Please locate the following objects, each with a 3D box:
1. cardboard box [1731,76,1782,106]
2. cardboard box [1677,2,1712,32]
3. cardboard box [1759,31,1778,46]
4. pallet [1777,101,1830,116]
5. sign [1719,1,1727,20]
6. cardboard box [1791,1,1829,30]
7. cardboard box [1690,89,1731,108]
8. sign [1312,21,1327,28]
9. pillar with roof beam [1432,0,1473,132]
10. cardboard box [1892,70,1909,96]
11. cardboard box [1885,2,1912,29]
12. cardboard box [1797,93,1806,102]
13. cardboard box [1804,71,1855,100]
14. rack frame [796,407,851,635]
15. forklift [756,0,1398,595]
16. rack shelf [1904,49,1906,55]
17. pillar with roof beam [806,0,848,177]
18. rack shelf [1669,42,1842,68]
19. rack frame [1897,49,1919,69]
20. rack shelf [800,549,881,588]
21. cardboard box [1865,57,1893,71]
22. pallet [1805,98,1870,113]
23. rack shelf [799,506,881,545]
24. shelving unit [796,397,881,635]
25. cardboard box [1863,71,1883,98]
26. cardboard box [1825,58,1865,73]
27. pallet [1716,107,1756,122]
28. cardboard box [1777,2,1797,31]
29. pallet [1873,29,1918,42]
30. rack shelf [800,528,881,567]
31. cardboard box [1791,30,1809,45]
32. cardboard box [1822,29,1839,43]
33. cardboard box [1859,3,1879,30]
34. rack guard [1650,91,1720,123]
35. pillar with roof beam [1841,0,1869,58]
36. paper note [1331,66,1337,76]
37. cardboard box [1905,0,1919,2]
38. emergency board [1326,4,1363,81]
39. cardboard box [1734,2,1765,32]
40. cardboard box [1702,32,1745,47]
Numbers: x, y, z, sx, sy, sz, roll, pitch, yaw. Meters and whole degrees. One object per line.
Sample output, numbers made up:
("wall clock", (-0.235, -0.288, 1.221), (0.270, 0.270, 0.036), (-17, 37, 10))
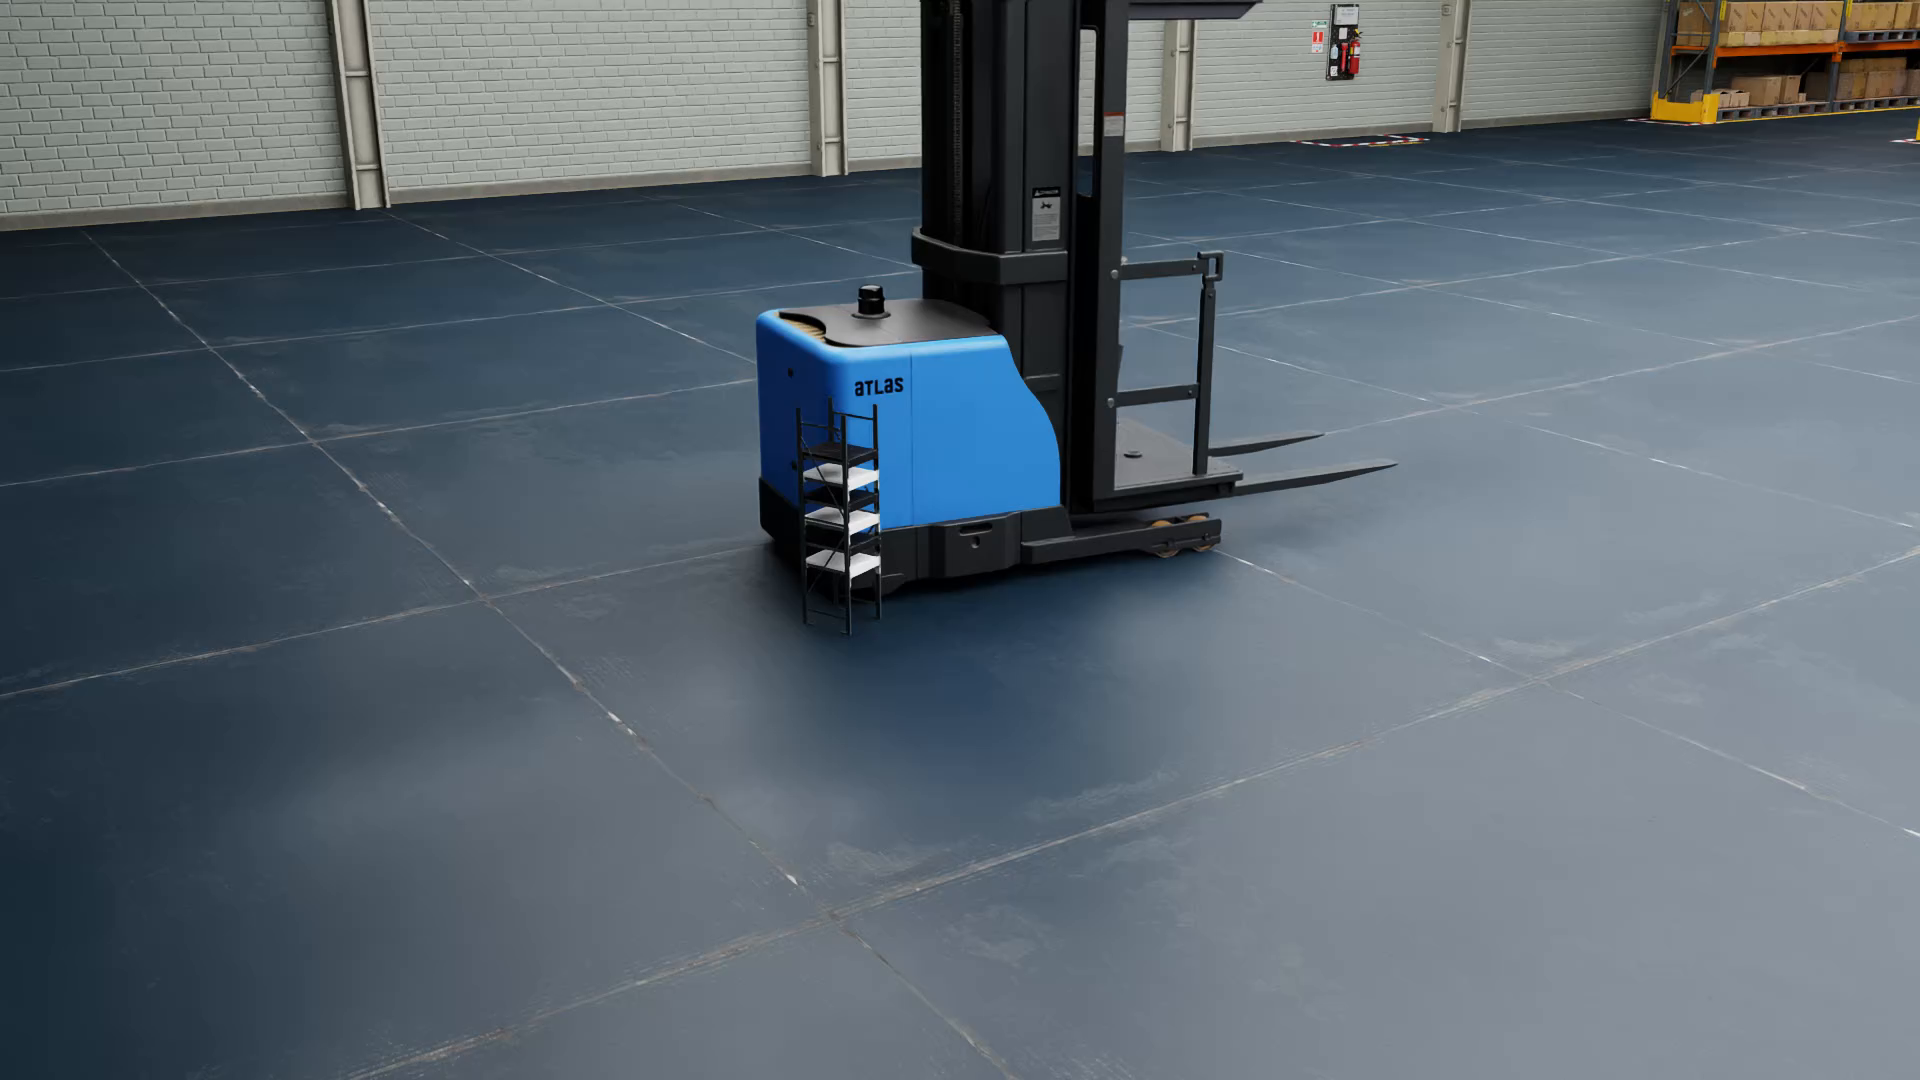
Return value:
("cardboard box", (14.934, -8.437, 31.235), (0.500, 0.500, 0.700), (-14, 23, -35))
("cardboard box", (13.468, -9.533, 30.290), (0.500, 0.500, 0.500), (-12, 22, -32))
("cardboard box", (14.628, -9.222, 30.542), (0.500, 0.250, 0.500), (-12, 22, -32))
("pallet", (15.990, -8.355, 32.129), (1.213, 0.211, 1.003), (-12, 22, -31))
("sign", (13.489, -9.364, 29.408), (0.005, 0.325, 0.100), (-12, 22, -31))
("cardboard box", (15.893, -9.842, 31.205), (0.500, 0.500, 0.500), (-12, 22, -32))
("cardboard box", (13.818, -8.132, 30.625), (0.500, 0.311, 0.500), (-15, 24, -37))
("sign", (5.694, -8.168, 26.340), (0.331, 0.109, 0.001), (-12, 22, -31))
("pillar with roof beam", (10.656, -10.087, 23.532), (0.400, 9.000, 9.100), (-12, 22, -31))
("cardboard box", (18.805, -9.332, 33.881), (0.500, 0.500, 0.700), (-12, 22, -31))
("cardboard box", (18.457, -10.453, 33.138), (0.500, 0.500, 0.700), (-12, 22, -31))
("cardboard box", (16.101, -8.568, 32.141), (0.250, 0.166, 0.380), (-16, 24, -38))
("cardboard box", (17.137, -8.962, 32.786), (0.500, 0.500, 0.700), (-11, 22, -30))
("rack frame", (-0.535, -0.069, 6.545), (0.240, 0.900, 0.006), (12, 22, 32))
("forklift", (0.637, -1.453, 7.466), (3.031, 2.935, 1.130), (-8, 20, -23))
("rack shelf", (21.543, -10.520, 35.301), (4.000, 0.370, 1.077), (-12, 22, -31))
("pillar with roof beam", (0.634, -7.974, 17.280), (0.400, 9.000, 9.100), (-12, 22, -31))
("rack shelf", (14.861, -9.111, 31.133), (4.000, 0.370, 1.077), (-12, 22, -31))
("rack frame", (19.872, -10.508, 34.144), (0.127, 3.000, 1.000), (-12, 22, -31))
("rack shelf", (-0.479, 0.106, 6.693), (0.258, 0.077, 0.200), (12, 22, 32))
("cardboard box", (18.362, -9.571, 33.418), (0.500, 0.250, 0.500), (-12, 22, -32))
("pallet", (17.181, -8.620, 32.913), (1.213, 0.211, 1.003), (-12, 22, -31))
("rack shelf", (-0.479, -0.065, 6.636), (0.258, 0.077, 0.200), (12, 22, 32))
("shelving unit", (-0.479, -0.096, 6.625), (0.258, 0.900, 0.210), (12, 22, 32))
("cardboard box", (17.989, -9.146, 33.329), (0.500, 0.500, 0.700), (-12, 22, -31))
("cardboard box", (17.503, -9.396, 32.899), (0.500, 0.250, 0.500), (-12, 22, -33))
("pallet", (13.952, -7.925, 30.857), (1.213, 0.211, 1.003), (-12, 22, -31))
("cardboard box", (15.033, -9.664, 30.680), (0.500, 0.500, 0.500), (-11, 22, -30))
("pallet", (18.241, -10.058, 33.111), (1.213, 0.211, 1.003), (-12, 22, -31))
("rack shelf", (-0.479, 0.020, 6.665), (0.258, 0.077, 0.200), (12, 22, 32))
("cardboard box", (15.470, -9.399, 31.067), (0.500, 0.250, 0.500), (-12, 22, -32))
("cardboard box", (16.303, -9.578, 31.594), (0.500, 0.250, 0.500), (-12, 22, -31))
("cardboard box", (17.446, -10.237, 32.497), (0.500, 0.500, 0.700), (-9, 21, -26))
("rack guard", (13.254, -7.928, 30.416), (0.348, 0.500, 1.175), (-12, 22, -31))
("pillar with roof beam", (20.678, -12.201, 29.784), (0.400, 9.000, 9.100), (-12, 22, -31))
("paper note", (6.018, -7.542, 26.745), (0.142, 0.148, 0.016), (-12, 22, -31))
("cardboard box", (19.340, -10.942, 33.571), (0.250, 0.149, 0.380), (-17, 25, -40))
("emergency board", (6.204, -7.972, 26.642), (0.643, 1.169, 0.194), (-12, 22, -31))
("cardboard box", (14.173, -9.481, 30.137), (0.500, 0.500, 0.500), (-12, 22, -31))
("cardboard box", (13.773, -9.039, 30.000), (0.500, 0.250, 0.500), (-13, 22, -33))
